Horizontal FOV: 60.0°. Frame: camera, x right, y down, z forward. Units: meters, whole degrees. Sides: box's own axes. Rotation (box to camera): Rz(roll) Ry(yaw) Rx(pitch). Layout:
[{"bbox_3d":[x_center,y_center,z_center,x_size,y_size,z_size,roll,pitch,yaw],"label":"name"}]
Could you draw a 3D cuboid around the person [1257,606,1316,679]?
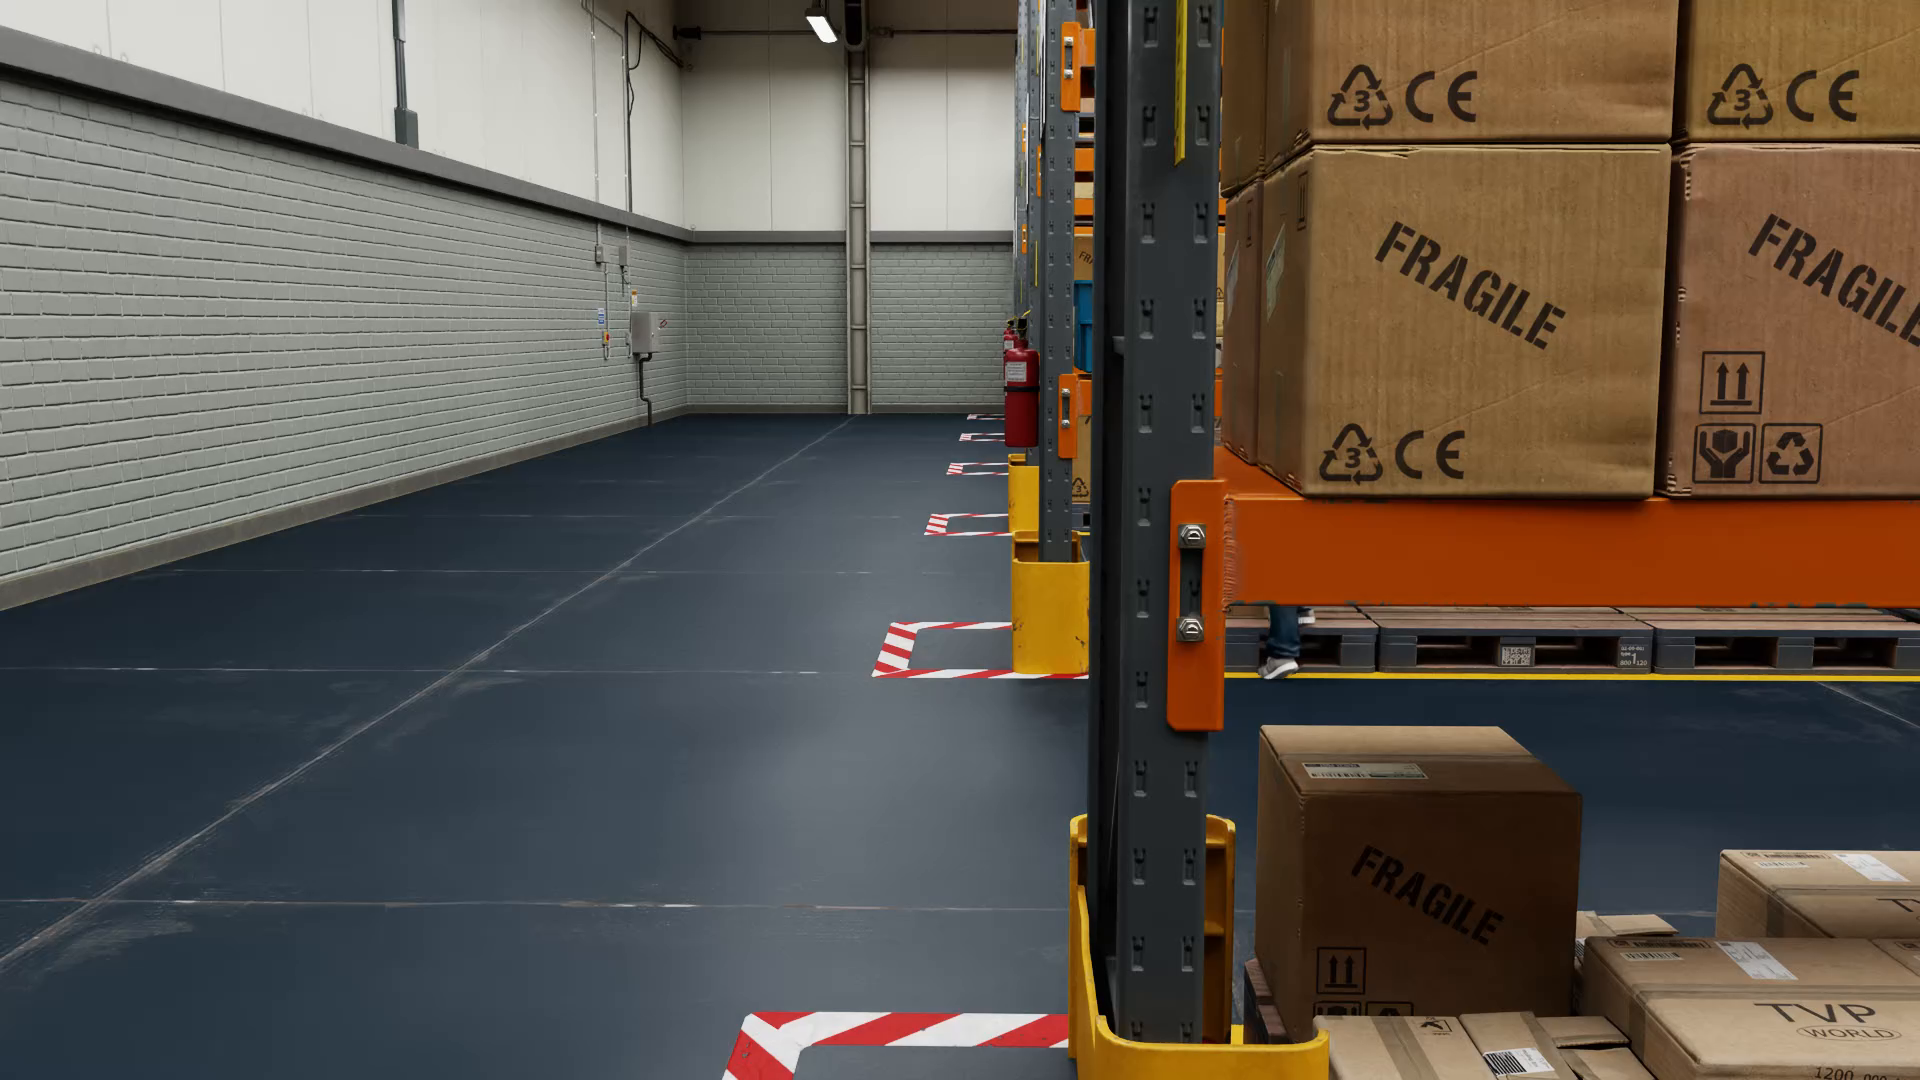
[{"bbox_3d":[1.431,-0.196,7.386,0.415,1.643,0.526,-3,8,-25],"label":"person"}]
